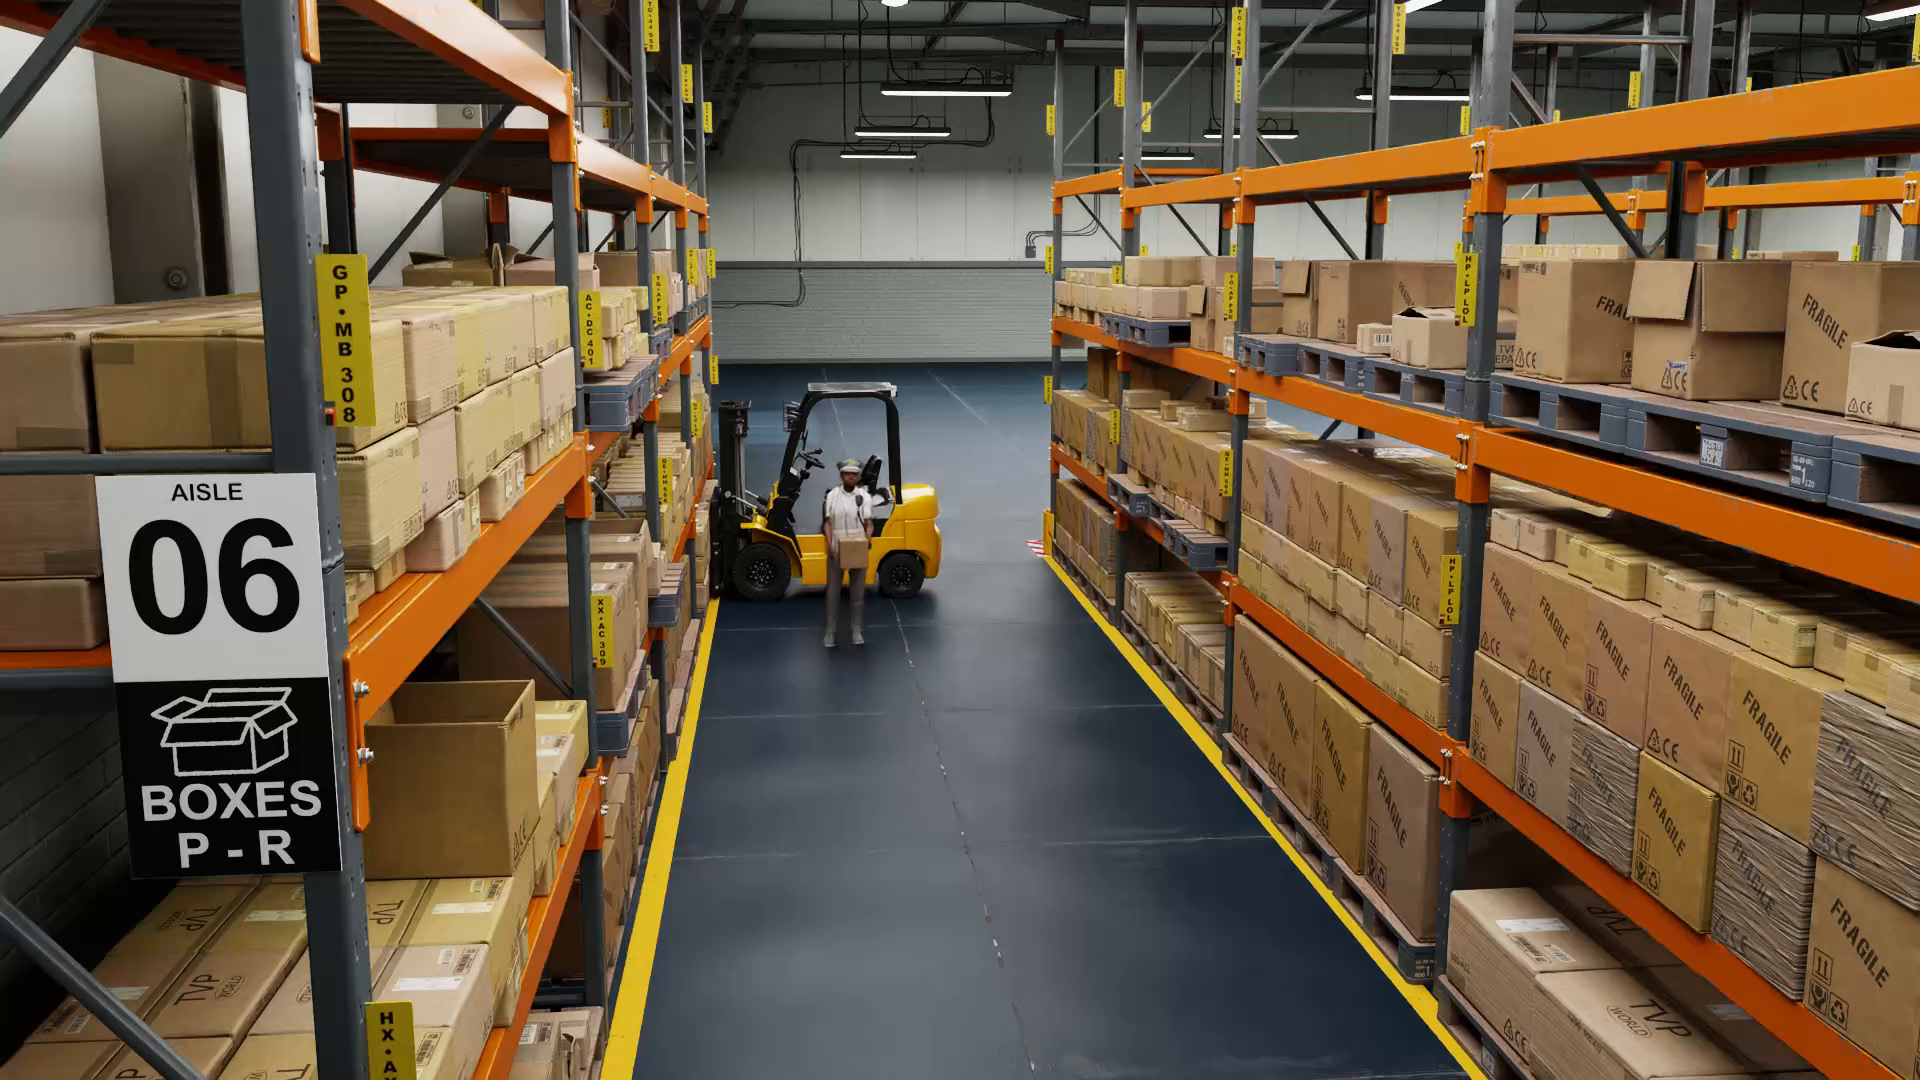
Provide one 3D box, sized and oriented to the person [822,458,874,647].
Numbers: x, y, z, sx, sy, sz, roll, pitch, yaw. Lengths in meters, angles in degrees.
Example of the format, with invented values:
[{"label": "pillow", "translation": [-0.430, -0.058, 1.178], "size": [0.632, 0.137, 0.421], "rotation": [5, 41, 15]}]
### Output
[{"label": "person", "translation": [-1.026, 0.106, 15.185], "size": [0.491, 1.703, 0.500], "rotation": [0, 10, -3]}]
